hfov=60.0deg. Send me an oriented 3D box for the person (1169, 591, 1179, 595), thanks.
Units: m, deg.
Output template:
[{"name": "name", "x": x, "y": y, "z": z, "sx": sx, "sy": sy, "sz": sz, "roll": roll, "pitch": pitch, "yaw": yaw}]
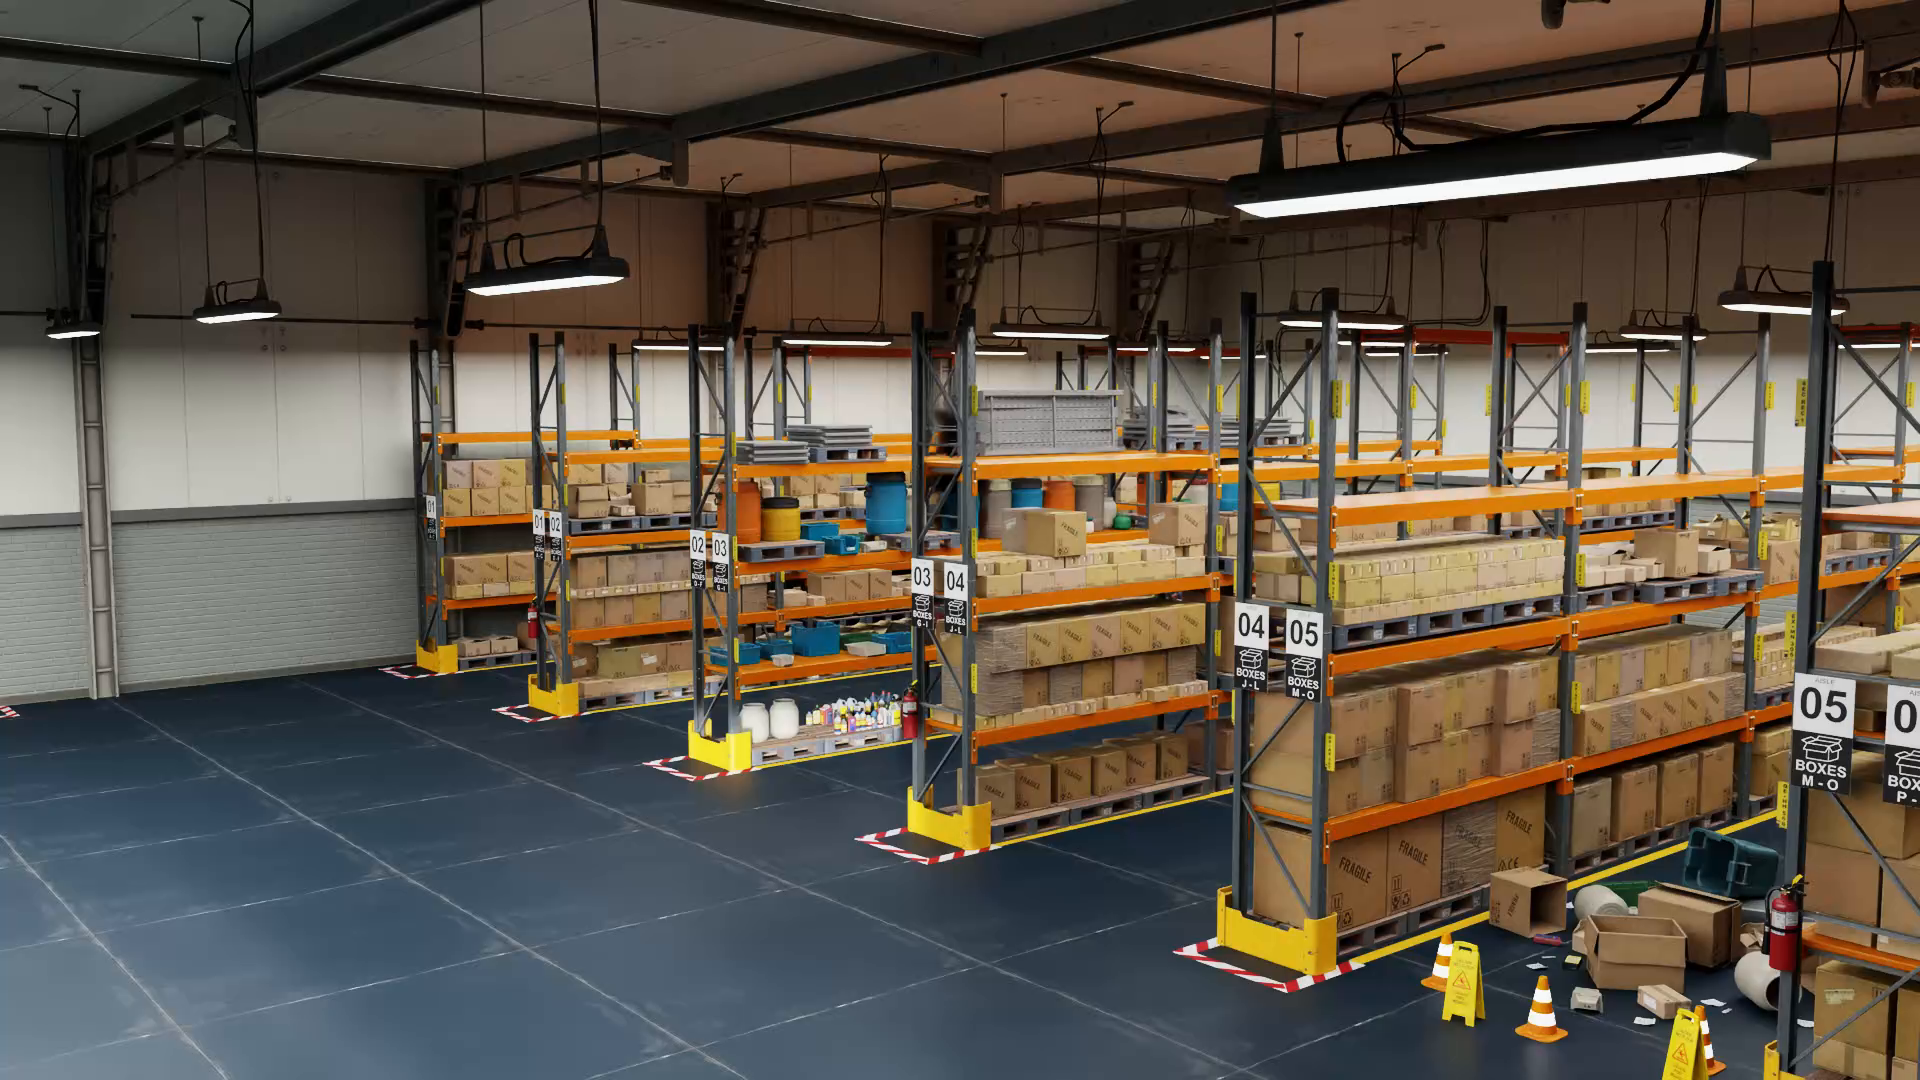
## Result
[{"name": "person", "x": 5.363, "y": 0.585, "z": 40.059, "sx": 0.735, "sy": 1.735, "sz": 1.035, "roll": -2, "pitch": 6, "yaw": -18}]
